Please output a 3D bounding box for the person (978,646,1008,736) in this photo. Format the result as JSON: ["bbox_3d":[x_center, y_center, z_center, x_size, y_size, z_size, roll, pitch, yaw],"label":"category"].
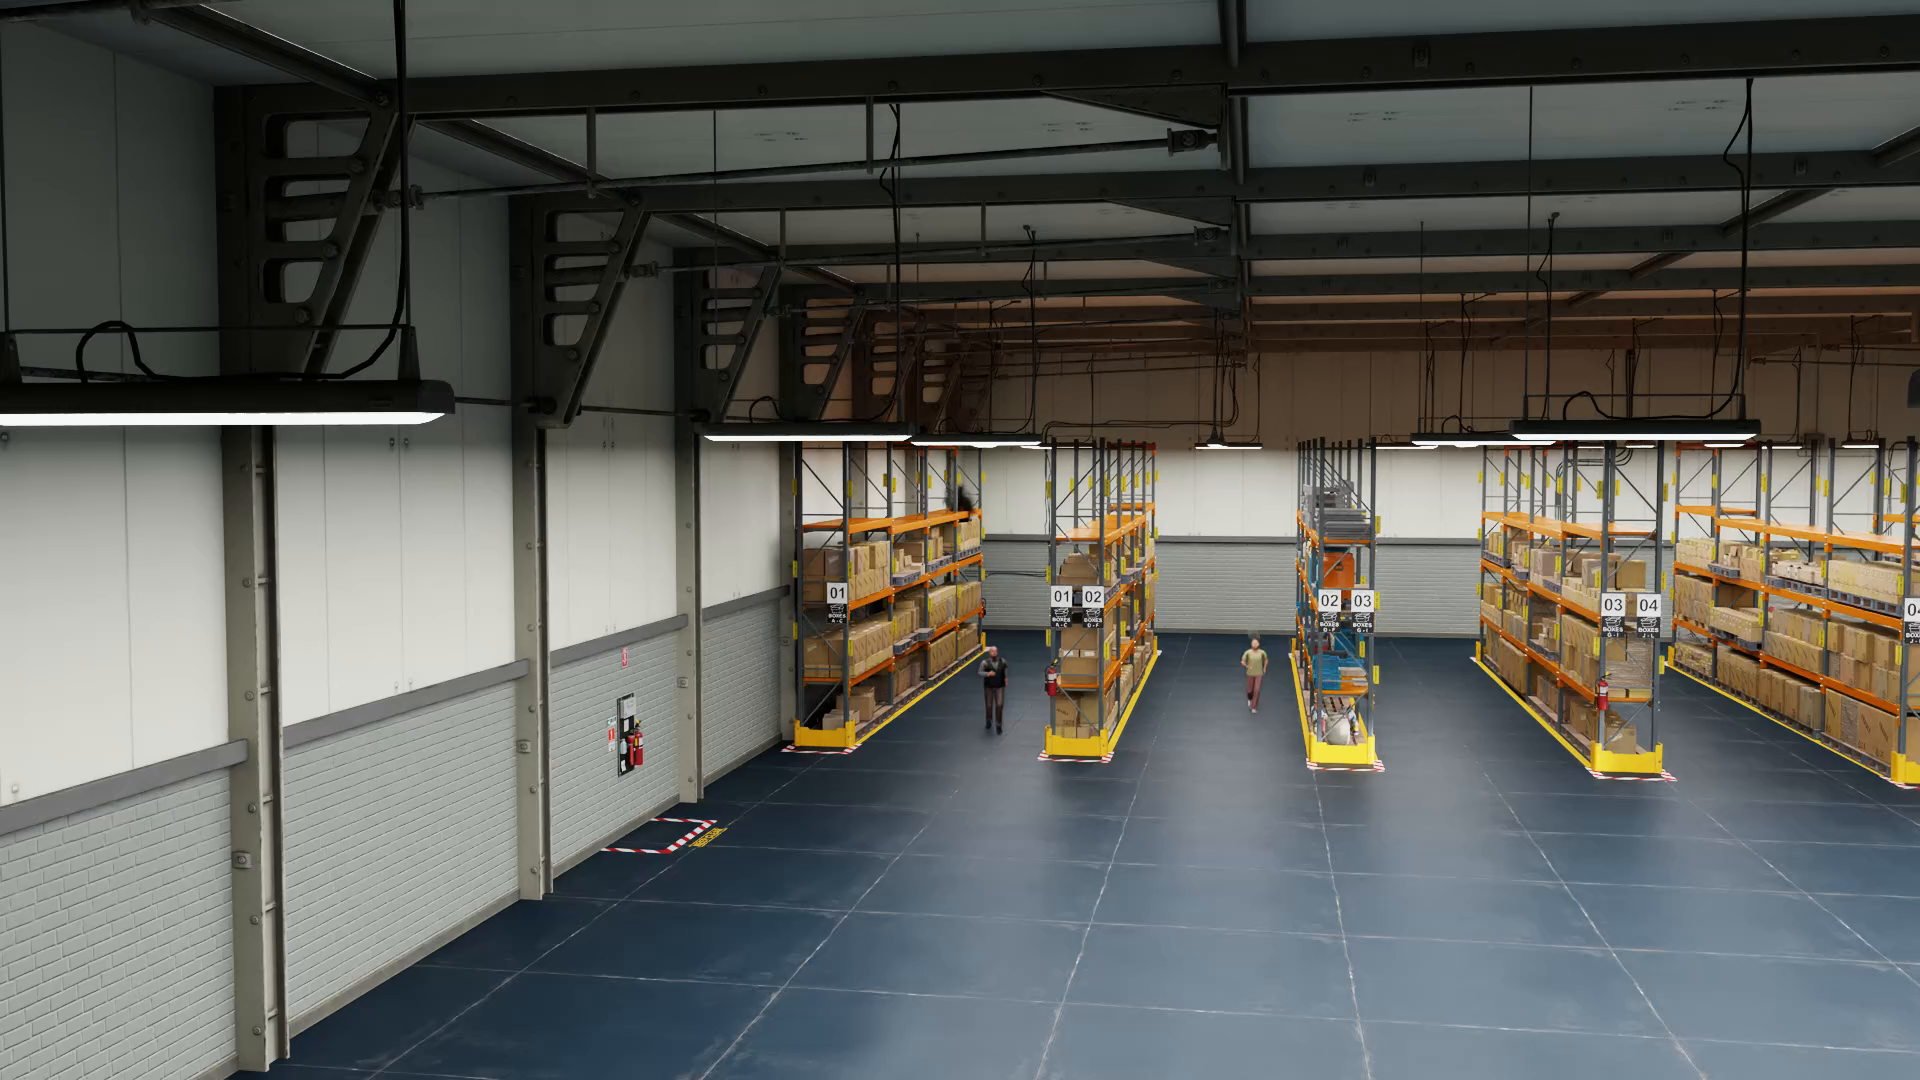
[{"bbox_3d":[0.682,3.034,33.956,0.658,1.739,0.813,0,3,-5],"label":"person"}]

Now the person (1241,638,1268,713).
[{"bbox_3d":[6.486,2.966,36.595,0.583,1.634,0.701,0,3,6],"label":"person"}]

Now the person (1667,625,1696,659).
[{"bbox_3d":[20.017,2.445,45.771,0.903,1.746,0.751,0,3,6],"label":"person"}]
